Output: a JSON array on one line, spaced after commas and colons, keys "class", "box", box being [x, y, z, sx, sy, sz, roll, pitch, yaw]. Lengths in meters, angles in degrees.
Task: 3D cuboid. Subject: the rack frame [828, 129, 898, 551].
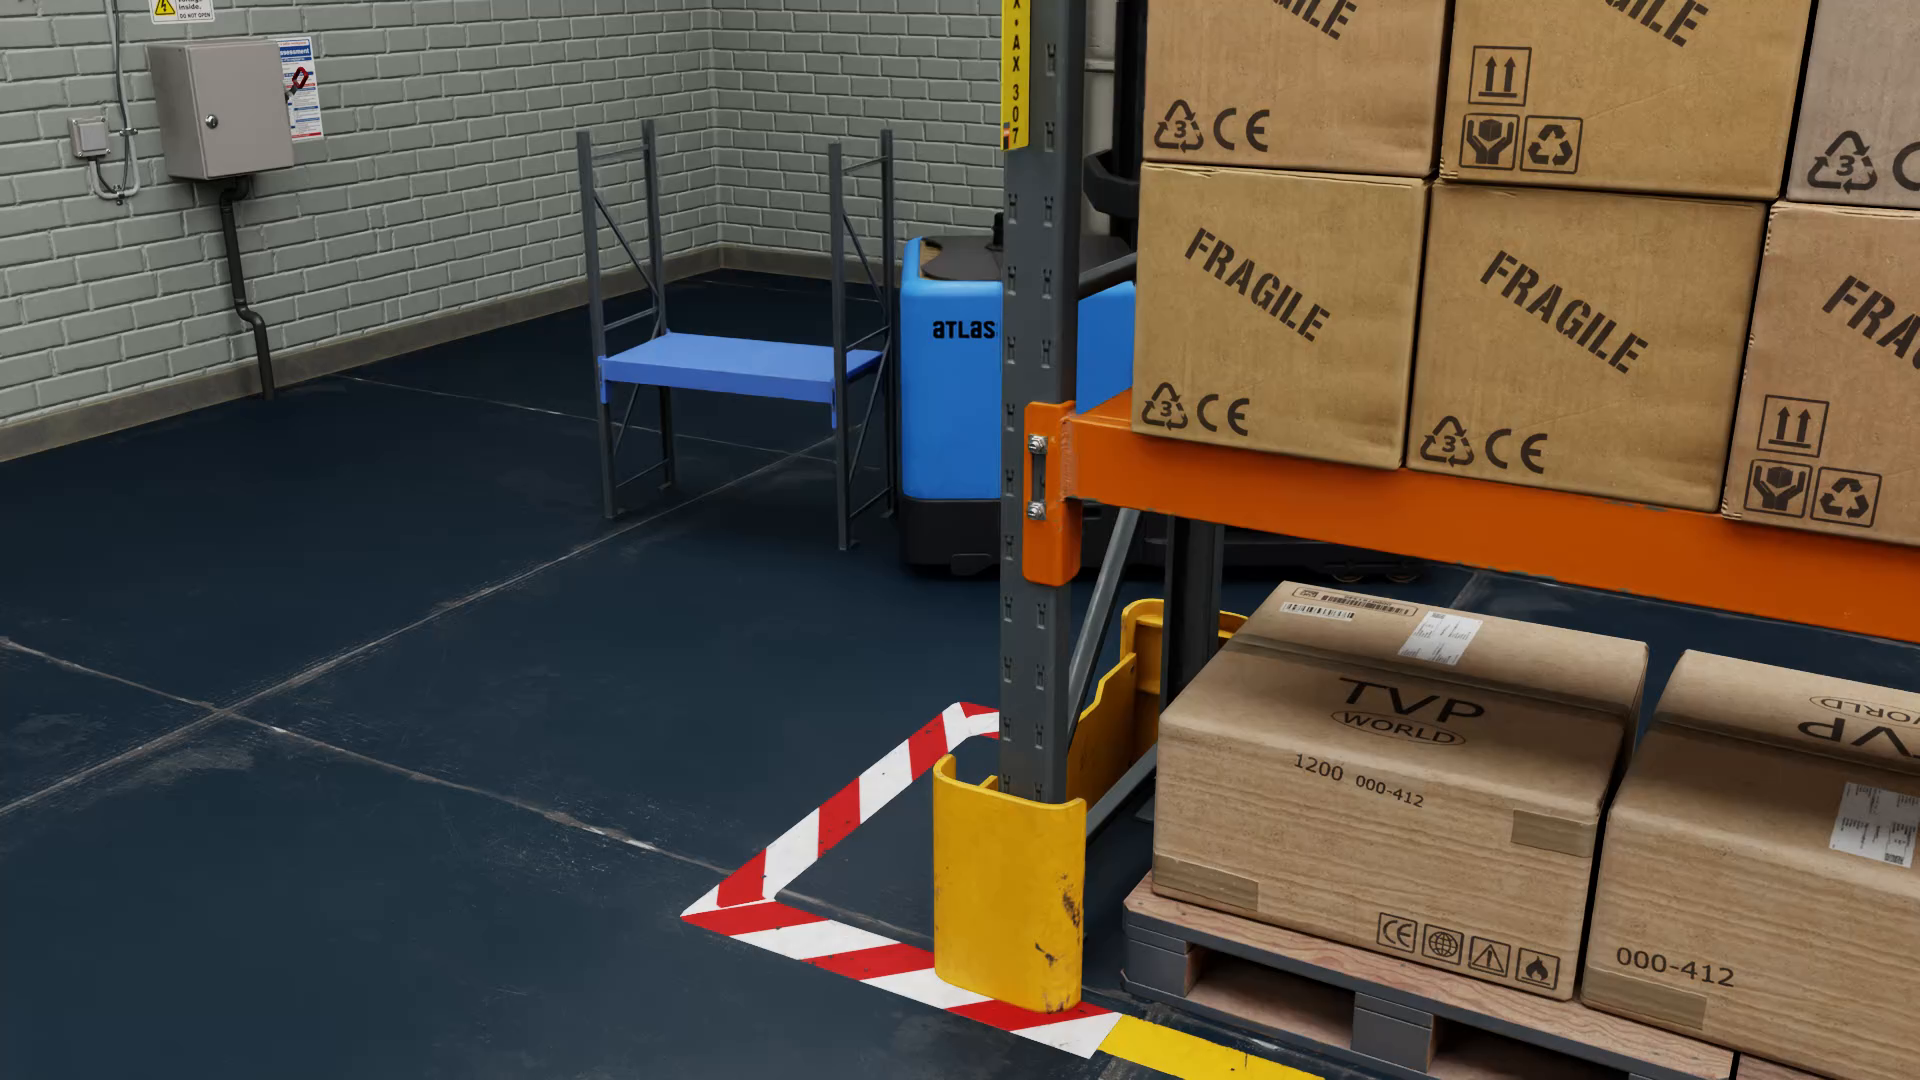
[{"class": "rack frame", "box": [-0.353, -0.743, 6.215, 0.032, 1.500, 0.500, 7, 21, 20]}]

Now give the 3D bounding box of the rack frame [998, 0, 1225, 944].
[{"class": "rack frame", "box": [0.375, -0.584, 3.576, 0.127, 3.000, 1.000, 11, 23, 27]}]

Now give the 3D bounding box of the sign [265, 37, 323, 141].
[{"class": "sign", "box": [-3.347, -2.253, 8.316, 0.001, 0.494, 0.329, 11, 23, 27]}]

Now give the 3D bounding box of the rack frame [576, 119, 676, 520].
[{"class": "rack frame", "box": [-1.303, -0.867, 6.556, 0.032, 1.500, 0.500, 7, 21, 20]}]

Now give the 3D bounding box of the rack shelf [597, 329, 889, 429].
[{"class": "rack shelf", "box": [-0.828, -0.636, 6.447, 1.000, 0.185, 0.538, 7, 21, 20]}]

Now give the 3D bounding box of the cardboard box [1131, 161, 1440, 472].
[{"class": "cardboard box", "box": [0.654, -0.466, 3.103, 0.500, 0.500, 0.500, 11, 22, 27]}]

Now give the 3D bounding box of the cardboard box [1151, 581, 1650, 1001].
[{"class": "cardboard box", "box": [1.000, 0.503, 3.721, 0.875, 0.438, 0.875, 10, 22, 25]}]

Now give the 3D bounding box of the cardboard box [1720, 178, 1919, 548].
[{"class": "cardboard box", "box": [1.545, -0.300, 2.646, 0.500, 0.500, 0.500, 11, 22, 27]}]

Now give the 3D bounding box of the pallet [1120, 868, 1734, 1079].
[{"class": "pallet", "box": [1.111, 0.837, 3.749, 1.213, 0.211, 1.003, 11, 23, 27]}]

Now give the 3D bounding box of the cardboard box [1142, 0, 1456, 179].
[{"class": "cardboard box", "box": [0.655, -0.936, 2.935, 0.500, 0.500, 0.500, 10, 22, 26]}]

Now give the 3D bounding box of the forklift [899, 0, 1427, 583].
[{"class": "forklift", "box": [1.291, -1.407, 5.946, 3.031, 2.935, 1.130, 0, 20, -1]}]

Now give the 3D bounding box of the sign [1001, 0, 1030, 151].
[{"class": "sign", "box": [0.099, -0.864, 2.962, 0.005, 0.325, 0.100, 11, 23, 27]}]

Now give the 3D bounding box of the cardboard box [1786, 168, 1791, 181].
[{"class": "cardboard box", "box": [1.356, -0.542, 3.313, 0.500, 0.500, 0.500, 10, 22, 26]}]

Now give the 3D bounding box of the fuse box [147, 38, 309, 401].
[{"class": "fuse box", "box": [-3.407, -1.510, 8.019, 0.414, 1.711, 0.539, 11, 23, 27]}]

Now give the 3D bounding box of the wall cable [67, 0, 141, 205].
[{"class": "wall cable", "box": [-3.877, -2.416, 7.138, 0.122, 1.984, 0.588, 11, 23, 27]}]

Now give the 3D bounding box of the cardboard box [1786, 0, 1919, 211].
[{"class": "cardboard box", "box": [1.563, -0.769, 2.474, 0.500, 0.500, 0.500, 11, 22, 27]}]

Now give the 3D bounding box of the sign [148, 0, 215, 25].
[{"class": "sign", "box": [-3.615, -2.522, 7.708, 0.001, 0.242, 0.339, 11, 23, 27]}]

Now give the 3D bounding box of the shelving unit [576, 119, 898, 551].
[{"class": "shelving unit", "box": [-0.828, -0.805, 6.385, 1.048, 1.500, 0.538, 7, 21, 20]}]

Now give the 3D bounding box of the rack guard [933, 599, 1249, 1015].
[{"class": "rack guard", "box": [0.354, 0.587, 4.013, 0.348, 0.500, 1.175, 11, 23, 27]}]

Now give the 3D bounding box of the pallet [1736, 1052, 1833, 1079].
[{"class": "pallet", "box": [2.172, 1.040, 3.189, 1.213, 0.211, 1.003, 11, 23, 27]}]

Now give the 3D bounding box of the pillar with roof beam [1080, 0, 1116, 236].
[{"class": "pillar with roof beam", "box": [-1.221, -4.318, 5.071, 0.400, 9.000, 9.100, 11, 23, 27]}]

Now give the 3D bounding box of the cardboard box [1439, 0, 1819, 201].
[{"class": "cardboard box", "box": [1.110, -0.853, 2.704, 0.500, 0.500, 0.500, 10, 22, 26]}]

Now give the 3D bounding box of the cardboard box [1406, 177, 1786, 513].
[{"class": "cardboard box", "box": [1.109, -0.390, 2.894, 0.500, 0.500, 0.500, 10, 22, 27]}]

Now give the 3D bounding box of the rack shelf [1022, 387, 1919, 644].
[{"class": "rack shelf", "box": [2.121, 0.087, 2.782, 4.000, 0.370, 1.077, 11, 23, 27]}]

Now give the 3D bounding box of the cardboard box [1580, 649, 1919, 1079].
[{"class": "cardboard box", "box": [1.803, 0.653, 3.308, 0.875, 0.438, 0.875, 11, 23, 29]}]
